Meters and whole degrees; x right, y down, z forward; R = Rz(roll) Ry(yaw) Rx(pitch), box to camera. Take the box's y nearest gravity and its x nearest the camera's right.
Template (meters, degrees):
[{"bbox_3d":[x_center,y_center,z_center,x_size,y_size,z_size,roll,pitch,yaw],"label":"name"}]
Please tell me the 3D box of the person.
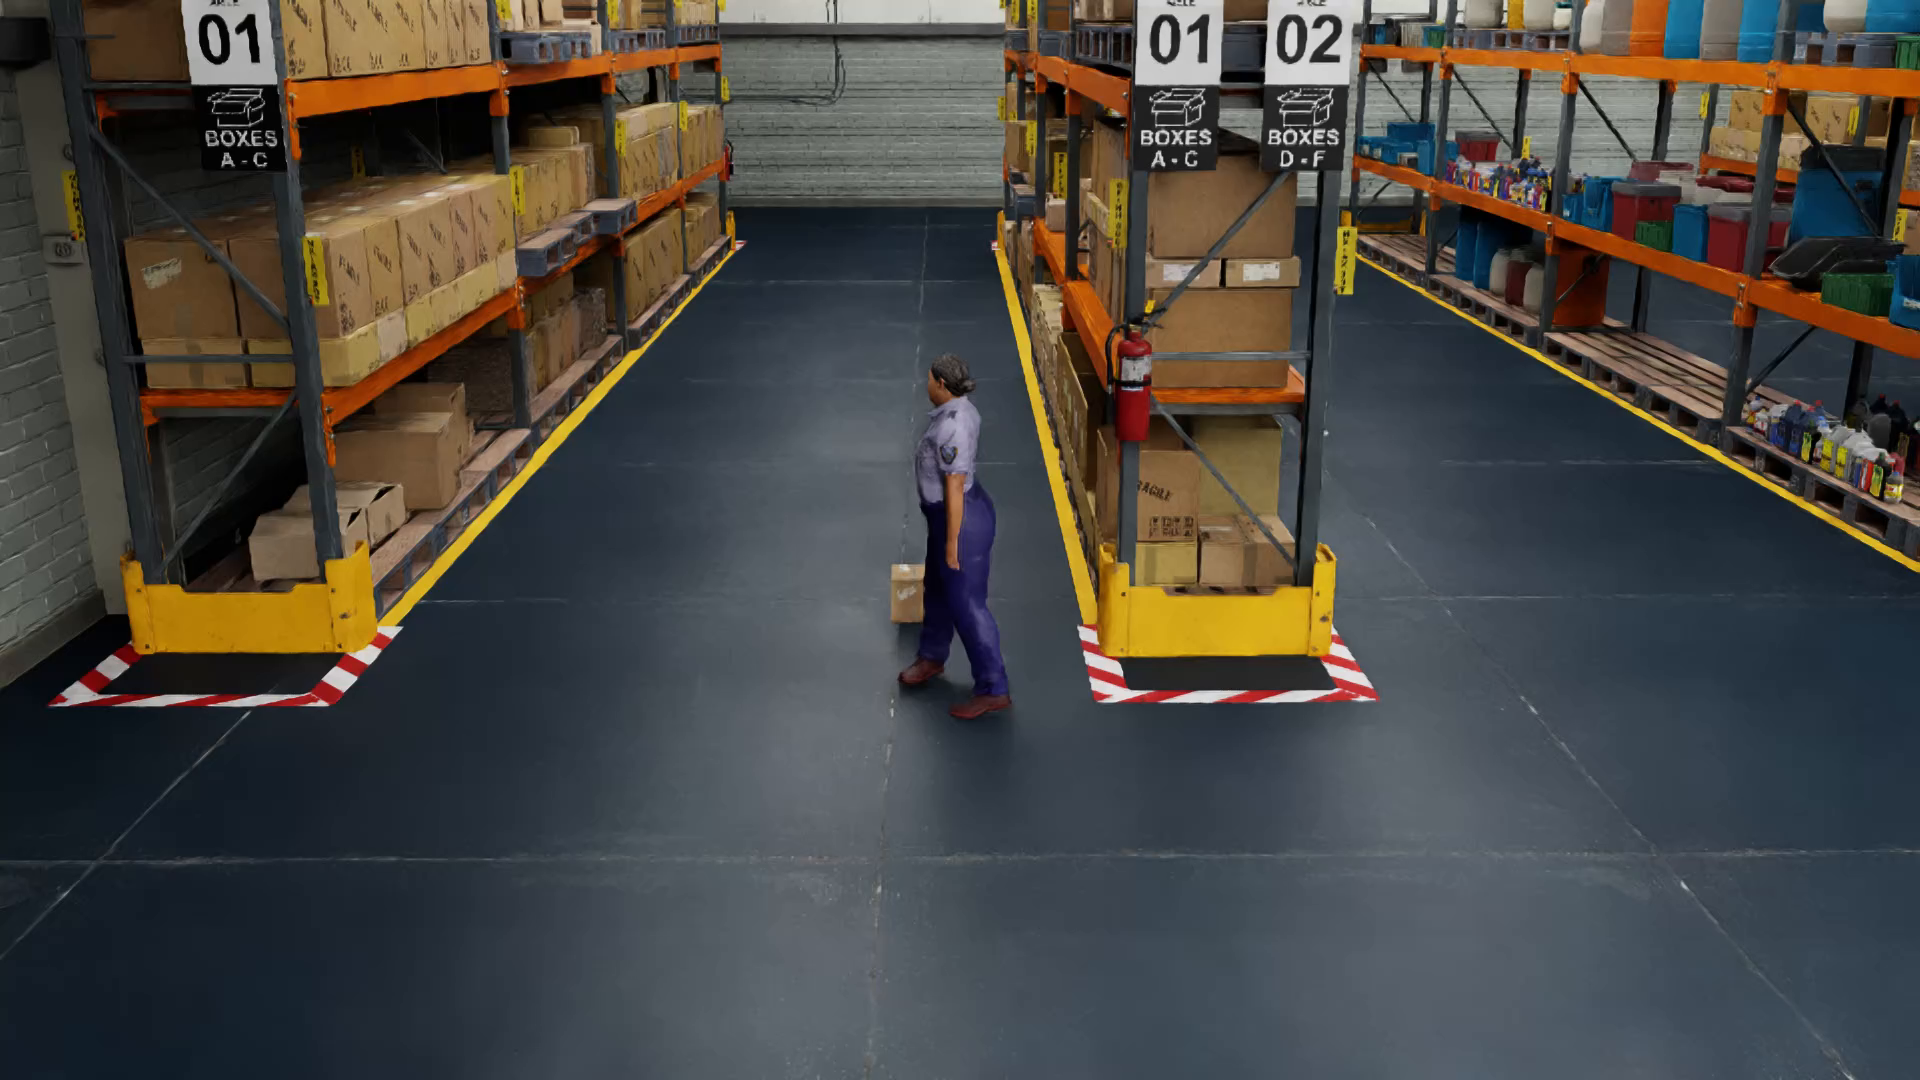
[{"bbox_3d":[-0.023,-0.038,7.719,0.573,1.650,0.590,2,17,5],"label":"person"}]
